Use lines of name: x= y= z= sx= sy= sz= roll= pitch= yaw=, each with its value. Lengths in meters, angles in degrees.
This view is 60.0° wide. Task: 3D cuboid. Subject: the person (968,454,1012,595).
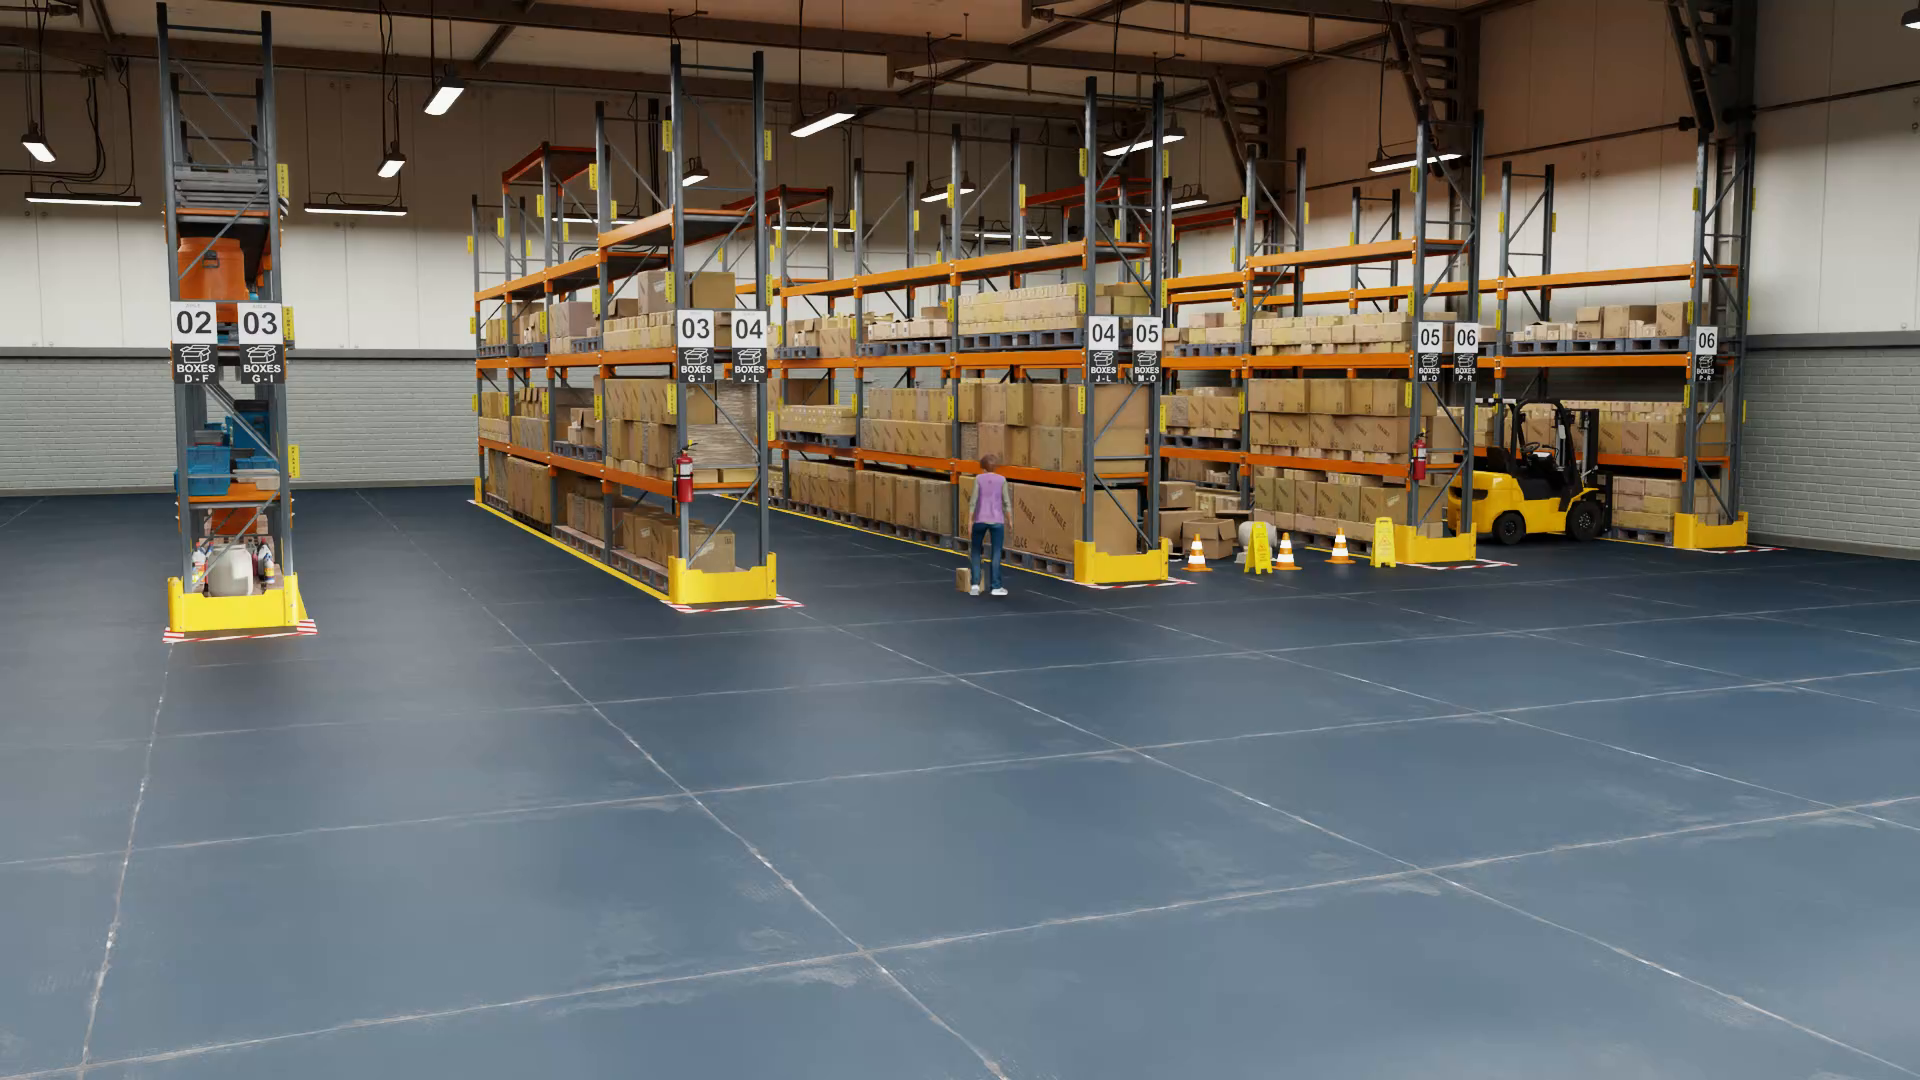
person: x=0.336 y=-0.153 z=18.812 sx=0.483 sy=1.639 sz=0.416 roll=1 pitch=6 yaw=8
